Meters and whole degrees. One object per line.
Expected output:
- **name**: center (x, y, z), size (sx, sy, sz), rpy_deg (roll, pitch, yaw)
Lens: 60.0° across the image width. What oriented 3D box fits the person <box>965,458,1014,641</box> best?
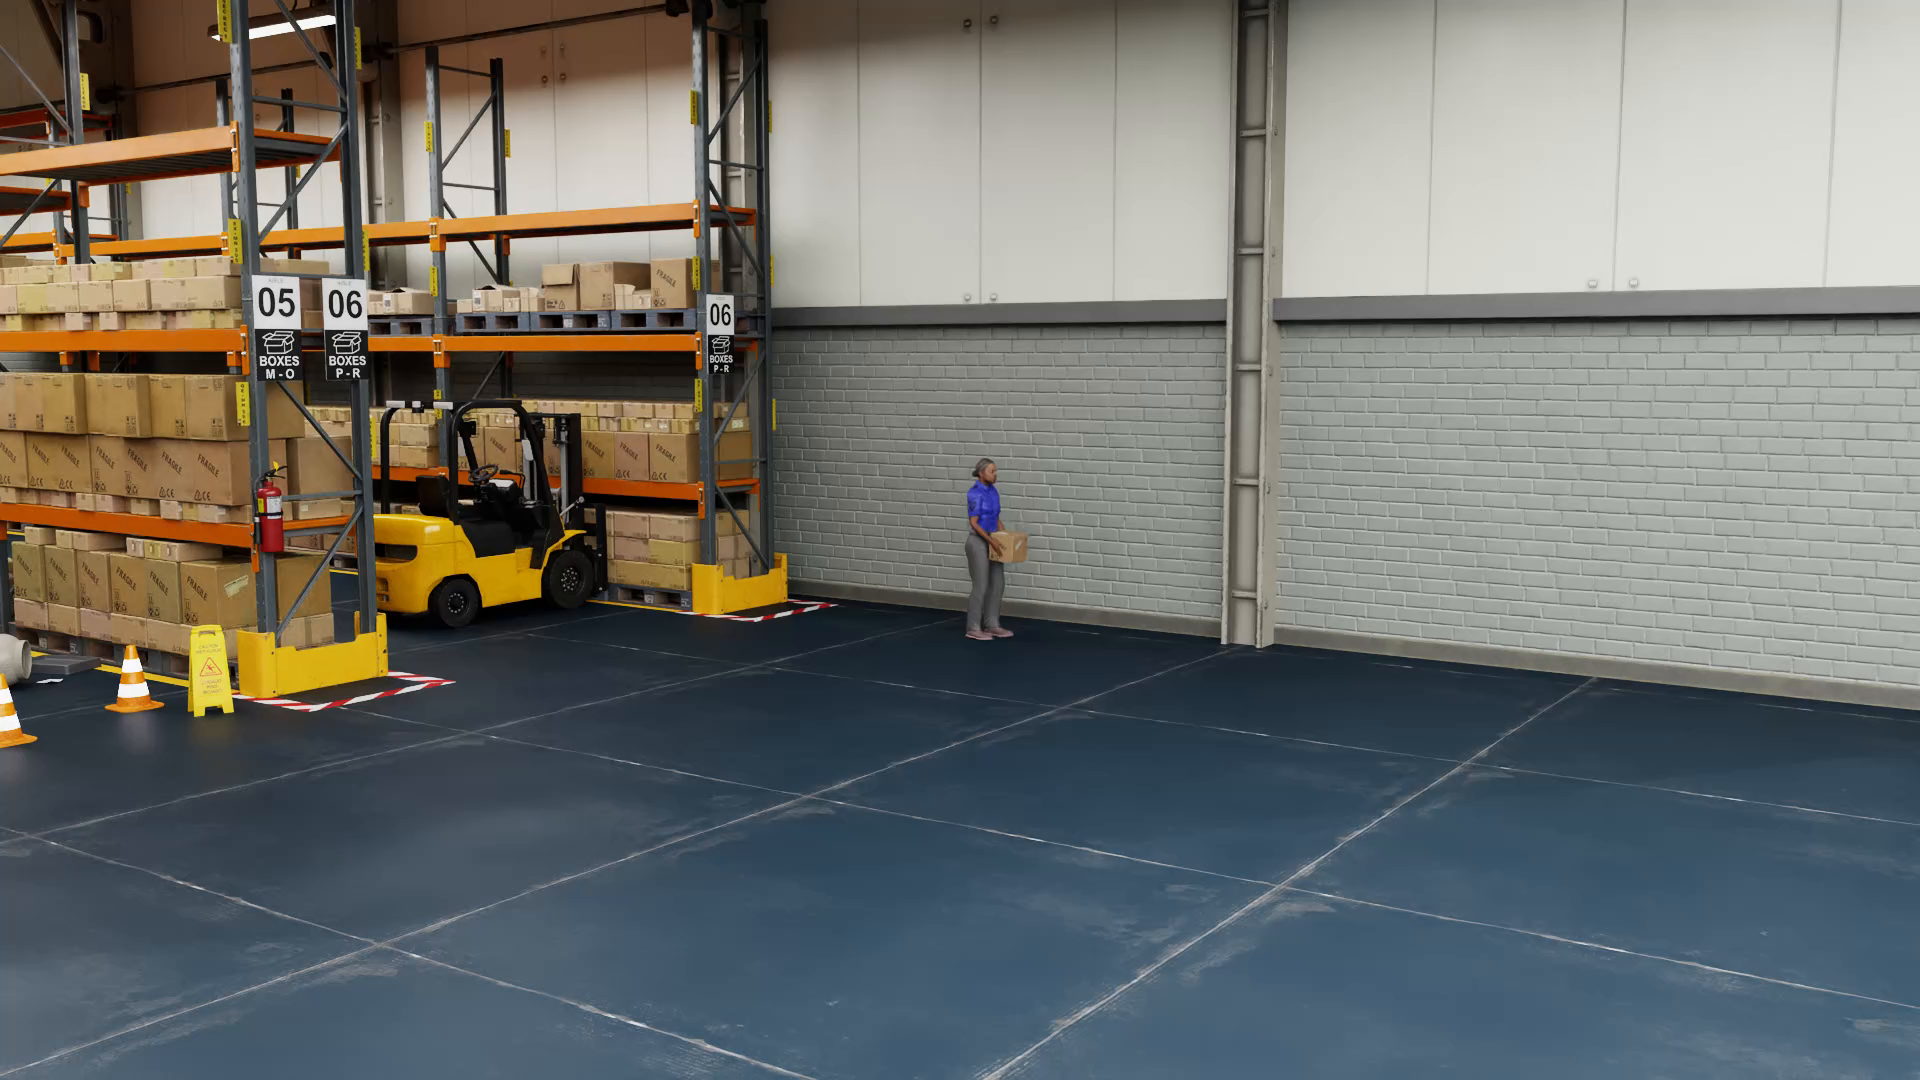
- **person**: center (0.265, 0.077, 15.325), size (0.398, 1.659, 0.495), rpy_deg (4, 8, 32)
